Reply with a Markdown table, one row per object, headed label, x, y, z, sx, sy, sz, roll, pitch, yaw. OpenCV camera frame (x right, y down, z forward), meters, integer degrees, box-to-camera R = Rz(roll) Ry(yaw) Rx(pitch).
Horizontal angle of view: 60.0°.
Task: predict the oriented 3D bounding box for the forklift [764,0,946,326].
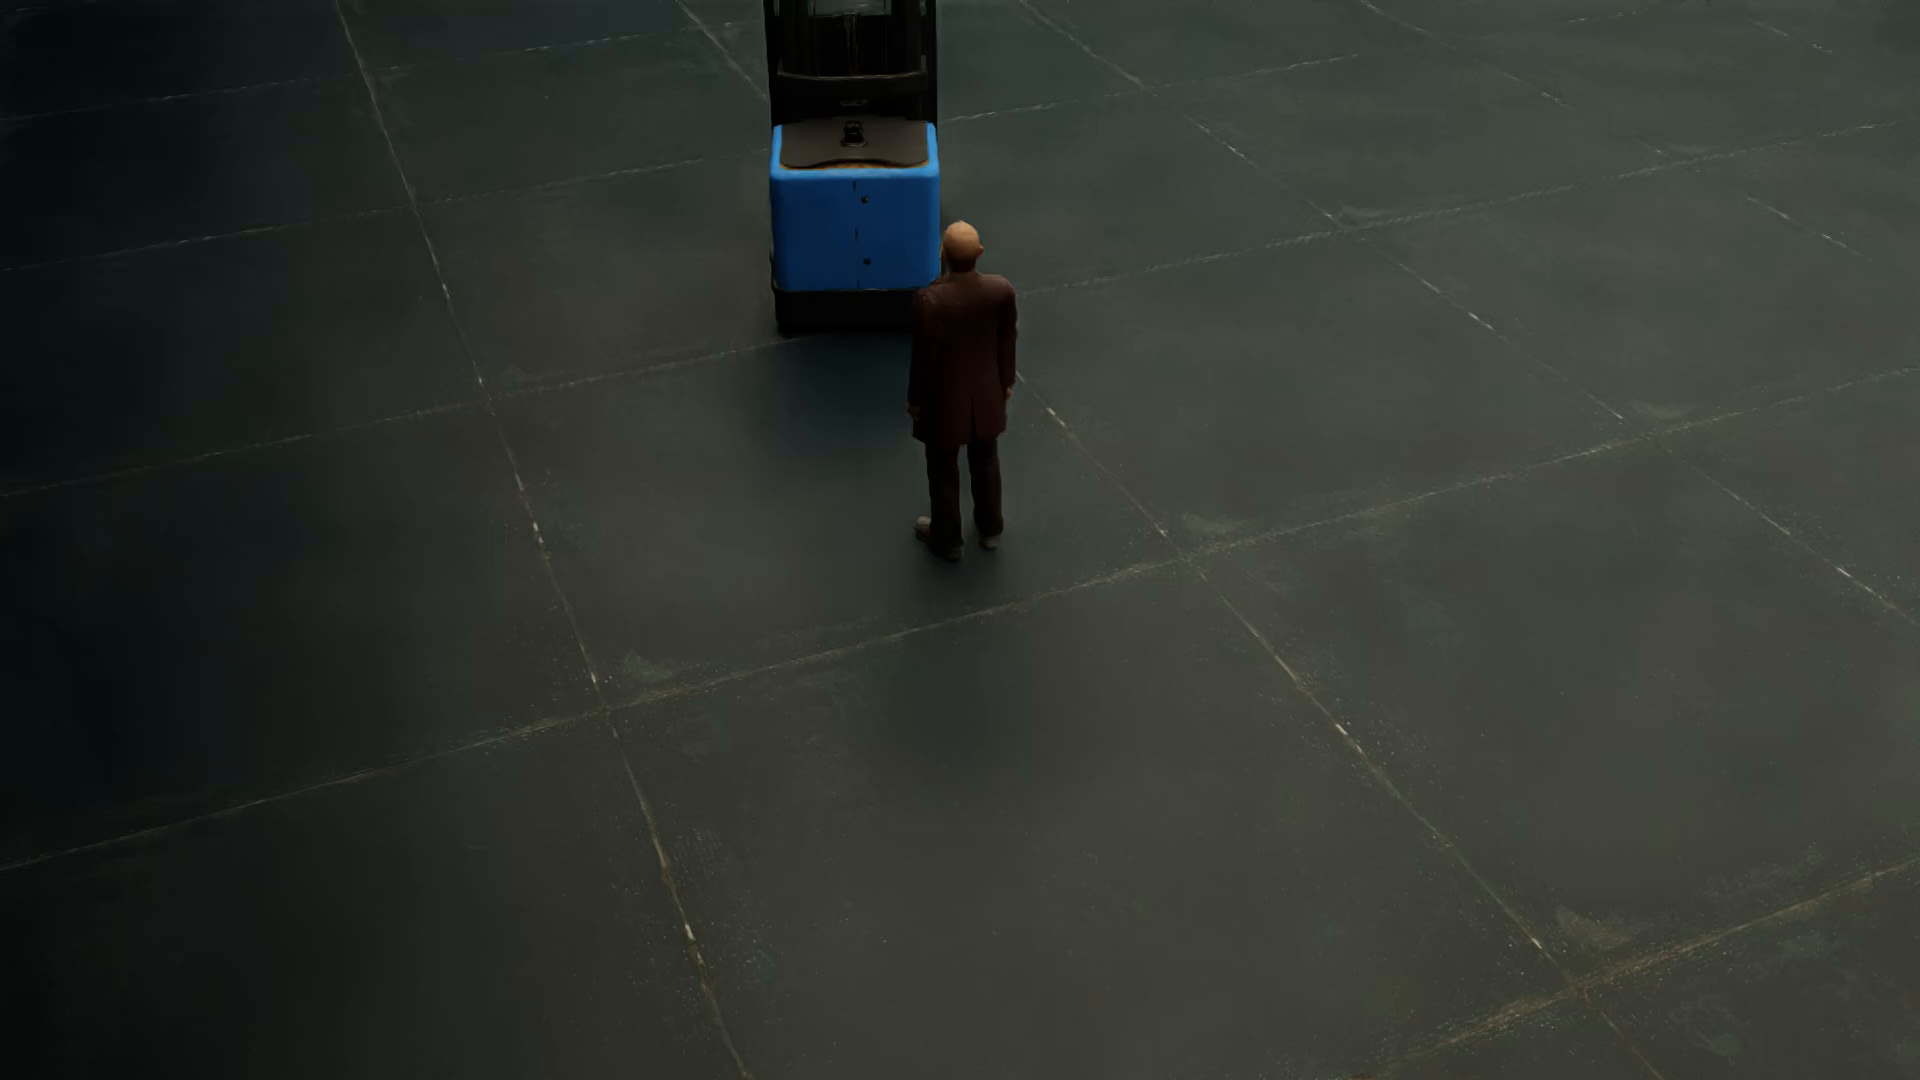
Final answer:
| label | x | y | z | sx | sy | sz | roll | pitch | yaw |
| --- | --- | --- | --- | --- | --- | --- | --- | --- | --- |
| forklift | -0.706 | -3.362 | 10.826 | 1.130 | 2.935 | 3.031 | -2 | 35 | -2 |

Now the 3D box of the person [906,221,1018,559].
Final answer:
| label | x | y | z | sx | sy | sz | roll | pitch | yaw |
| --- | --- | --- | --- | --- | --- | --- | --- | --- | --- |
| person | -0.012 | -0.740 | 8.130 | 0.558 | 1.783 | 0.377 | -14 | 38 | -19 |
